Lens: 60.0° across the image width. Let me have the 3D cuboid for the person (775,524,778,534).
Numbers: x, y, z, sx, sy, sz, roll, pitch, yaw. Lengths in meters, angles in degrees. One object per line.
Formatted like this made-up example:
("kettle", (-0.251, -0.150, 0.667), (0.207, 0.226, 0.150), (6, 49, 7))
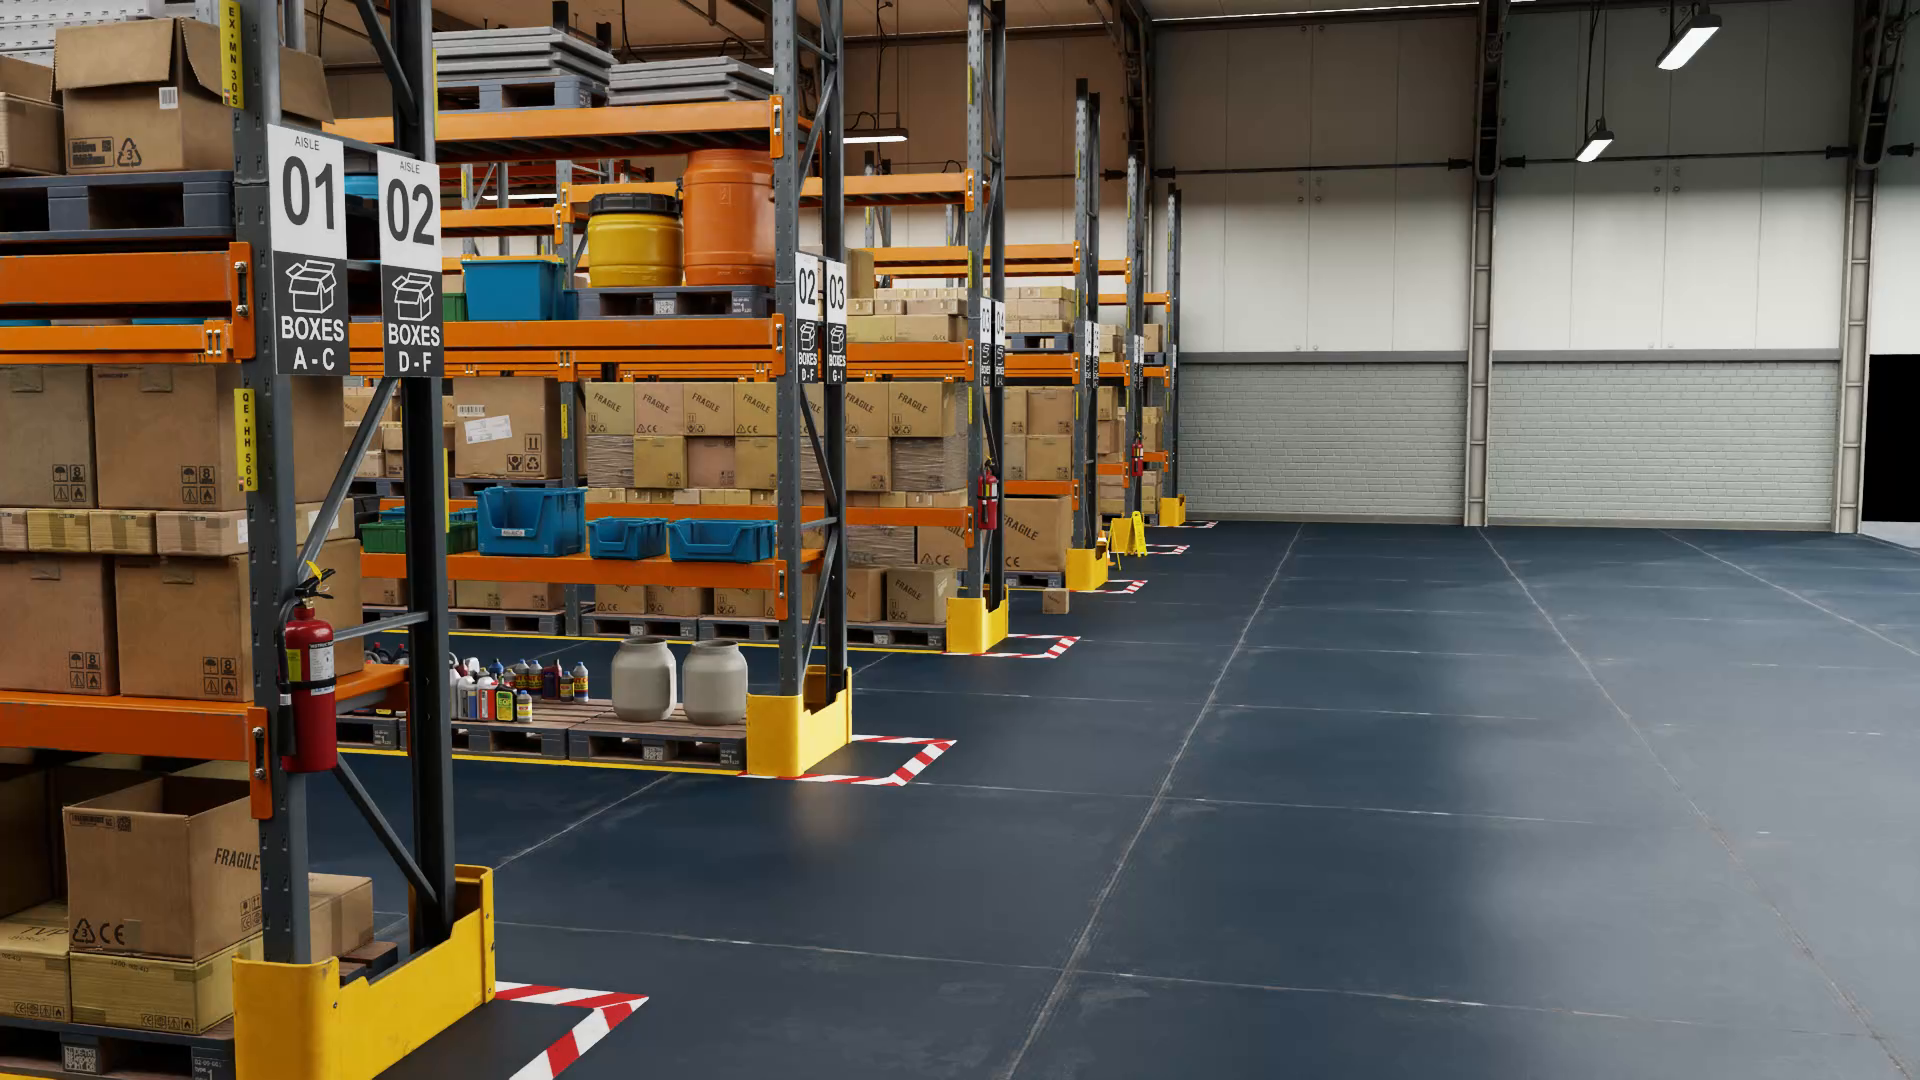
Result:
("person", (-1.949, 0.070, 18.026), (0.345, 1.390, 0.350), (1, 5, 6))
